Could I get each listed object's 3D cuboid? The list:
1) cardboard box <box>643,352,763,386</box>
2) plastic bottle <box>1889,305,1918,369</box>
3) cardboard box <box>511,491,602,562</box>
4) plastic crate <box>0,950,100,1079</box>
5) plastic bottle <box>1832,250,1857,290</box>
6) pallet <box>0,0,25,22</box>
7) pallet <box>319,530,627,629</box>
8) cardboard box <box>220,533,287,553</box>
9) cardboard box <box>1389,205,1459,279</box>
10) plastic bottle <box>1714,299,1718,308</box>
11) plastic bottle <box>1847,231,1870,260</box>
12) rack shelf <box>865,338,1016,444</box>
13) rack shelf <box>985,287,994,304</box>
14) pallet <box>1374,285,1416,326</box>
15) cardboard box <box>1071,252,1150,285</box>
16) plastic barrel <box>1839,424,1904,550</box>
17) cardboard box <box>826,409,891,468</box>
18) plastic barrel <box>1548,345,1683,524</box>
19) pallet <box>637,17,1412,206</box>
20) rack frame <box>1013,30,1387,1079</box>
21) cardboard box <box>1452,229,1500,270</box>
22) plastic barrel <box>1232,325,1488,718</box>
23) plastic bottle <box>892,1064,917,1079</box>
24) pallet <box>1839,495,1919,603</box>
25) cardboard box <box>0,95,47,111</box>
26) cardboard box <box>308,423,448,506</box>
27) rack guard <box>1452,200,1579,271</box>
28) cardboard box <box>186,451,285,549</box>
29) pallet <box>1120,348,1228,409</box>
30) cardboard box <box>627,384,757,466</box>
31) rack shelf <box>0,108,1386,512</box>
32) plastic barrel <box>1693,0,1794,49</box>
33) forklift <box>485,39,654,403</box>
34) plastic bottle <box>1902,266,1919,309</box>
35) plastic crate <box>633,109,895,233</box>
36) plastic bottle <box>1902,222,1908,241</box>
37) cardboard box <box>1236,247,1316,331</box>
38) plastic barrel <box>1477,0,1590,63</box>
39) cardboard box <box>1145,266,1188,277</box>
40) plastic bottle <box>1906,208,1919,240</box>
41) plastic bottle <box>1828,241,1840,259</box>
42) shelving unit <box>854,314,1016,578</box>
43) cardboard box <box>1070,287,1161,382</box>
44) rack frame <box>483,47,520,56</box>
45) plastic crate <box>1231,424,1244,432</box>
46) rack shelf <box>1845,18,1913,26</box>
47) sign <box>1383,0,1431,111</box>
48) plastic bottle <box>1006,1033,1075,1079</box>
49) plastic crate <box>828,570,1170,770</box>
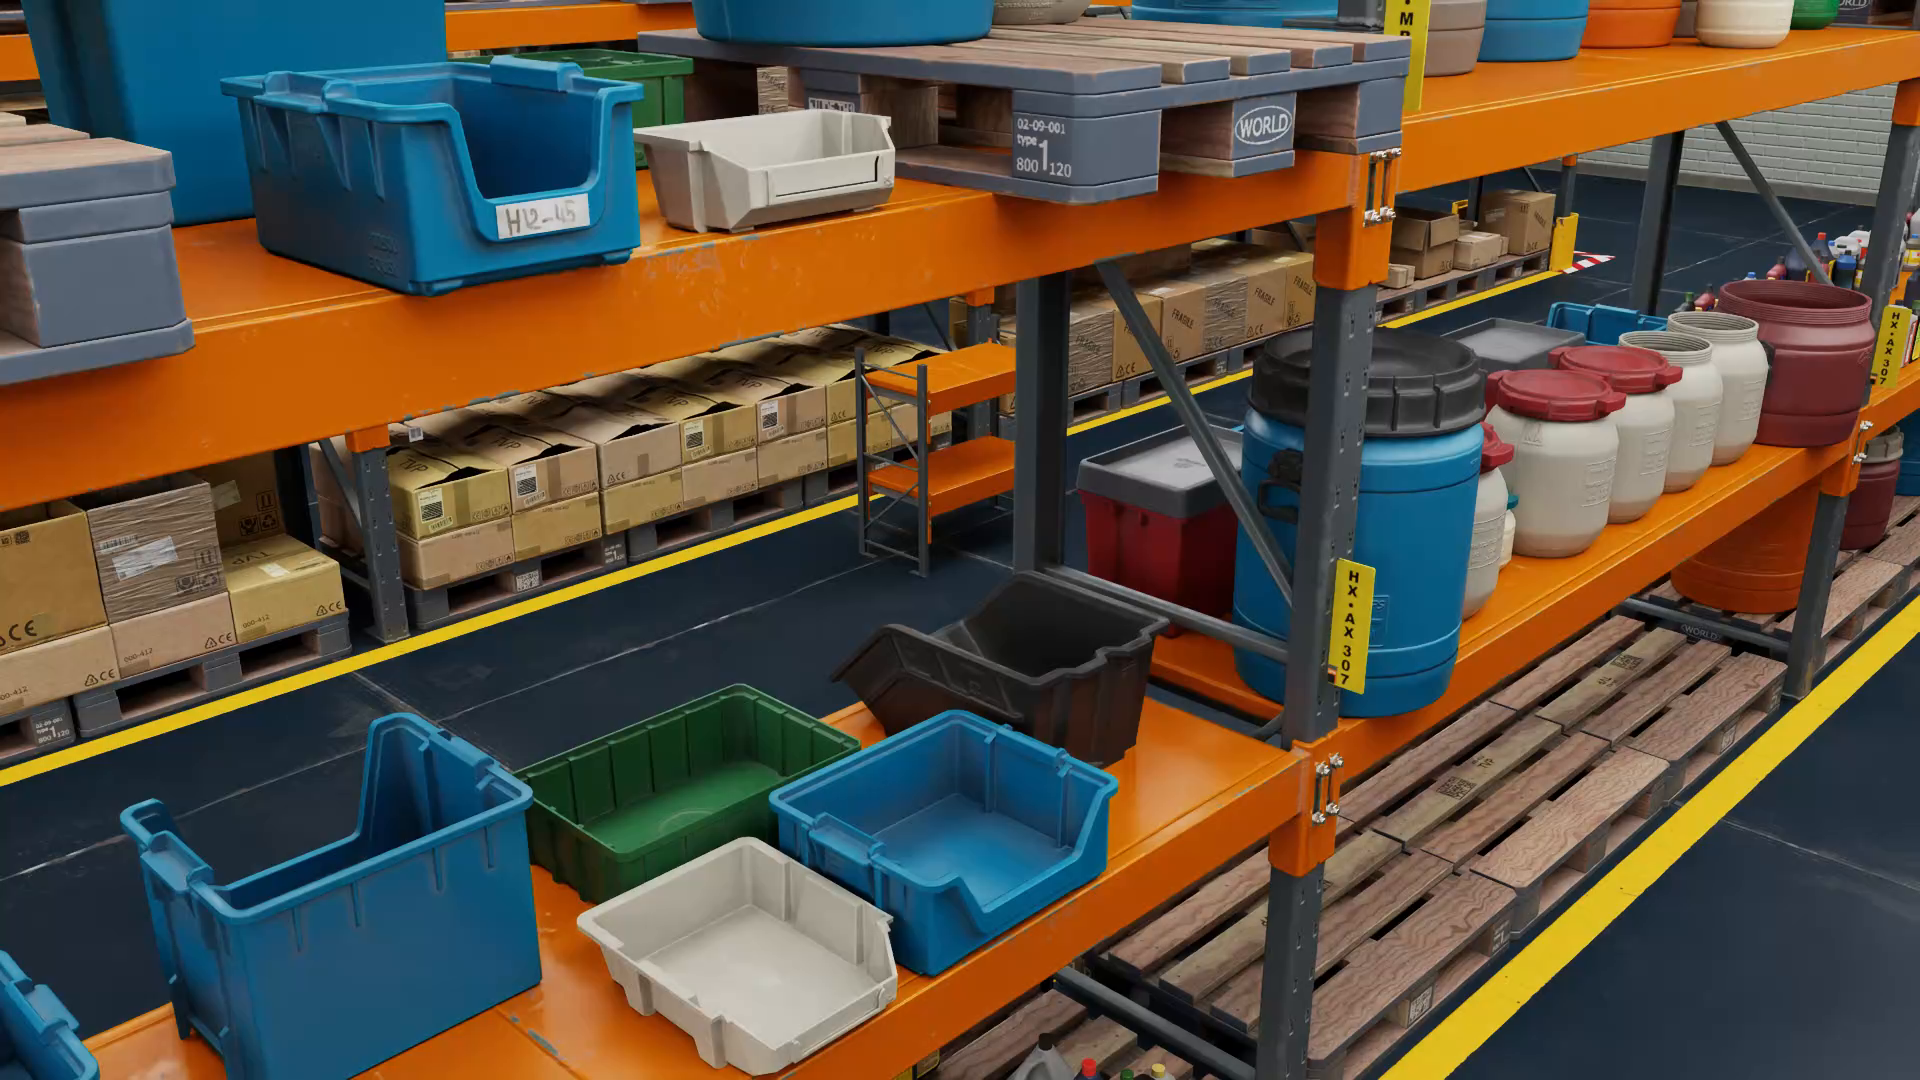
[{"bbox_3d":[-1.503,-0.919,9.750,0.500,0.311,0.500,18,28,39],"label":"cardboard box"},{"bbox_3d":[4.193,-0.924,7.471,0.152,0.276,0.135,19,28,41],"label":"plastic bottle"},{"bbox_3d":[-2.184,-0.131,8.481,0.500,0.250,0.500,-19,28,-41],"label":"cardboard box"},{"bbox_3d":[-1.652,0.924,2.697,0.499,0.251,0.408,19,28,41],"label":"plastic crate"},{"bbox_3d":[4.591,-1.371,8.639,0.097,0.271,0.097,0,21,0],"label":"plastic bottle"},{"bbox_3d":[-3.577,-2.178,6.504,1.003,0.211,1.213,19,28,41],"label":"pallet"},{"bbox_3d":[-2.514,0.057,8.632,1.003,0.211,1.213,19,28,41],"label":"pallet"},{"bbox_3d":[-3.541,0.085,7.919,0.500,0.250,0.500,19,28,41],"label":"cardboard box"},{"bbox_3d":[3.888,-2.626,14.592,0.797,0.503,0.637,19,28,41],"label":"cardboard box"},{"bbox_3d":[3.568,-1.035,7.864,0.097,0.201,0.097,0,21,0],"label":"plastic bottle"},{"bbox_3d":[4.885,-1.542,9.077,0.152,0.276,0.135,19,28,41],"label":"plastic bottle"},{"bbox_3d":[0.005,-0.800,8.772,0.538,0.278,1.000,19,28,41],"label":"rack shelf"},{"bbox_3d":[1.186,-2.252,11.755,1.077,0.370,4.000,19,28,41],"label":"rack shelf"},{"bbox_3d":[3.061,-1.976,13.923,1.003,0.211,1.213,19,28,41],"label":"pallet"},{"bbox_3d":[1.022,-2.041,12.029,0.500,0.250,0.500,19,28,40],"label":"cardboard box"},{"bbox_3d":[4.454,-0.324,8.511,0.600,0.588,0.708,19,28,41],"label":"plastic barrel"},{"bbox_3d":[-0.759,-0.656,9.849,0.500,0.250,0.500,19,28,40],"label":"cardboard box"},{"bbox_3d":[2.185,-0.359,5.638,0.433,0.535,0.433,0,21,0],"label":"plastic barrel"},{"bbox_3d":[0.113,-0.907,3.335,1.213,0.211,1.003,19,28,41],"label":"pallet"},{"bbox_3d":[0.546,0.195,4.385,1.000,3.000,0.127,19,28,41],"label":"rack frame"},{"bbox_3d":[4.484,-2.614,14.913,0.500,0.250,0.500,19,28,41],"label":"cardboard box"},{"bbox_3d":[1.033,-0.062,4.356,0.600,0.901,0.708,19,28,41],"label":"plastic barrel"},{"bbox_3d":[-0.211,1.366,4.418,0.144,0.351,0.185,19,28,41],"label":"plastic bottle"},{"bbox_3d":[4.708,-0.056,8.927,1.003,0.211,1.213,19,28,41],"label":"pallet"},{"bbox_3d":[-6.172,-2.658,11.058,0.700,0.500,0.500,19,28,41],"label":"cardboard box"},{"bbox_3d":[-2.923,-0.395,8.388,0.500,0.311,0.500,19,28,41],"label":"cardboard box"},{"bbox_3d":[5.318,-2.944,16.036,1.175,0.500,0.348,19,28,41],"label":"rack guard"},{"bbox_3d":[-3.548,-0.267,7.790,0.500,0.500,0.500,19,28,41],"label":"cardboard box"},{"bbox_3d":[1.189,-1.266,12.075,1.003,0.211,1.213,19,28,41],"label":"pallet"},{"bbox_3d":[-1.462,-0.659,9.074,0.500,0.311,0.500,-19,28,-41],"label":"cardboard box"},{"bbox_3d":[-0.849,-0.355,2.639,1.077,0.370,4.000,19,28,41],"label":"rack shelf"},{"bbox_3d":[2.617,-1.783,5.545,0.301,0.262,0.301,0,21,0],"label":"plastic barrel"},{"bbox_3d":[-2.236,-2.632,11.837,1.130,2.935,3.031,13,25,31],"label":"forklift"},{"bbox_3d":[4.749,-1.240,8.189,0.144,0.351,0.185,19,28,41],"label":"plastic bottle"},{"bbox_3d":[-0.284,-0.568,2.558,0.243,0.136,0.396,19,28,41],"label":"plastic crate"},{"bbox_3d":[5.276,-1.685,9.452,0.152,0.276,0.135,19,28,41],"label":"plastic bottle"},{"bbox_3d":[2.442,-1.942,12.816,0.500,0.500,0.500,19,28,40],"label":"cardboard box"},{"bbox_3d":[1.658,-1.960,5.113,0.600,0.901,0.708,19,28,41],"label":"plastic barrel"},{"bbox_3d":[1.351,-1.810,12.475,0.500,0.500,0.500,20,29,41],"label":"cardboard box"},{"bbox_3d":[5.621,-1.818,9.693,0.144,0.351,0.185,19,28,41],"label":"plastic bottle"},{"bbox_3d":[4.623,-1.457,8.863,0.097,0.271,0.097,0,21,0],"label":"plastic bottle"},{"bbox_3d":[0.005,-0.527,8.877,0.538,1.125,1.048,19,28,41],"label":"shelving unit"},{"bbox_3d":[1.027,-1.421,11.462,0.500,0.500,0.500,19,28,40],"label":"cardboard box"},{"bbox_3d":[-3.761,-3.312,13.512,1.000,3.000,0.127,19,28,41],"label":"rack frame"},{"bbox_3d":[1.093,-0.159,5.328,0.392,0.384,0.575,19,28,41],"label":"plastic crate"},{"bbox_3d":[4.732,-2.411,7.989,1.077,0.370,4.000,19,28,41],"label":"rack shelf"},{"bbox_3d":[0.933,-1.068,3.480,0.100,0.325,0.005,19,28,41],"label":"sign"},{"bbox_3d":[0.200,1.428,4.257,0.144,0.351,0.185,19,28,41],"label":"plastic bottle"},{"bbox_3d":[0.090,0.327,4.129,0.767,0.338,0.504,19,28,41],"label":"plastic crate"}]
